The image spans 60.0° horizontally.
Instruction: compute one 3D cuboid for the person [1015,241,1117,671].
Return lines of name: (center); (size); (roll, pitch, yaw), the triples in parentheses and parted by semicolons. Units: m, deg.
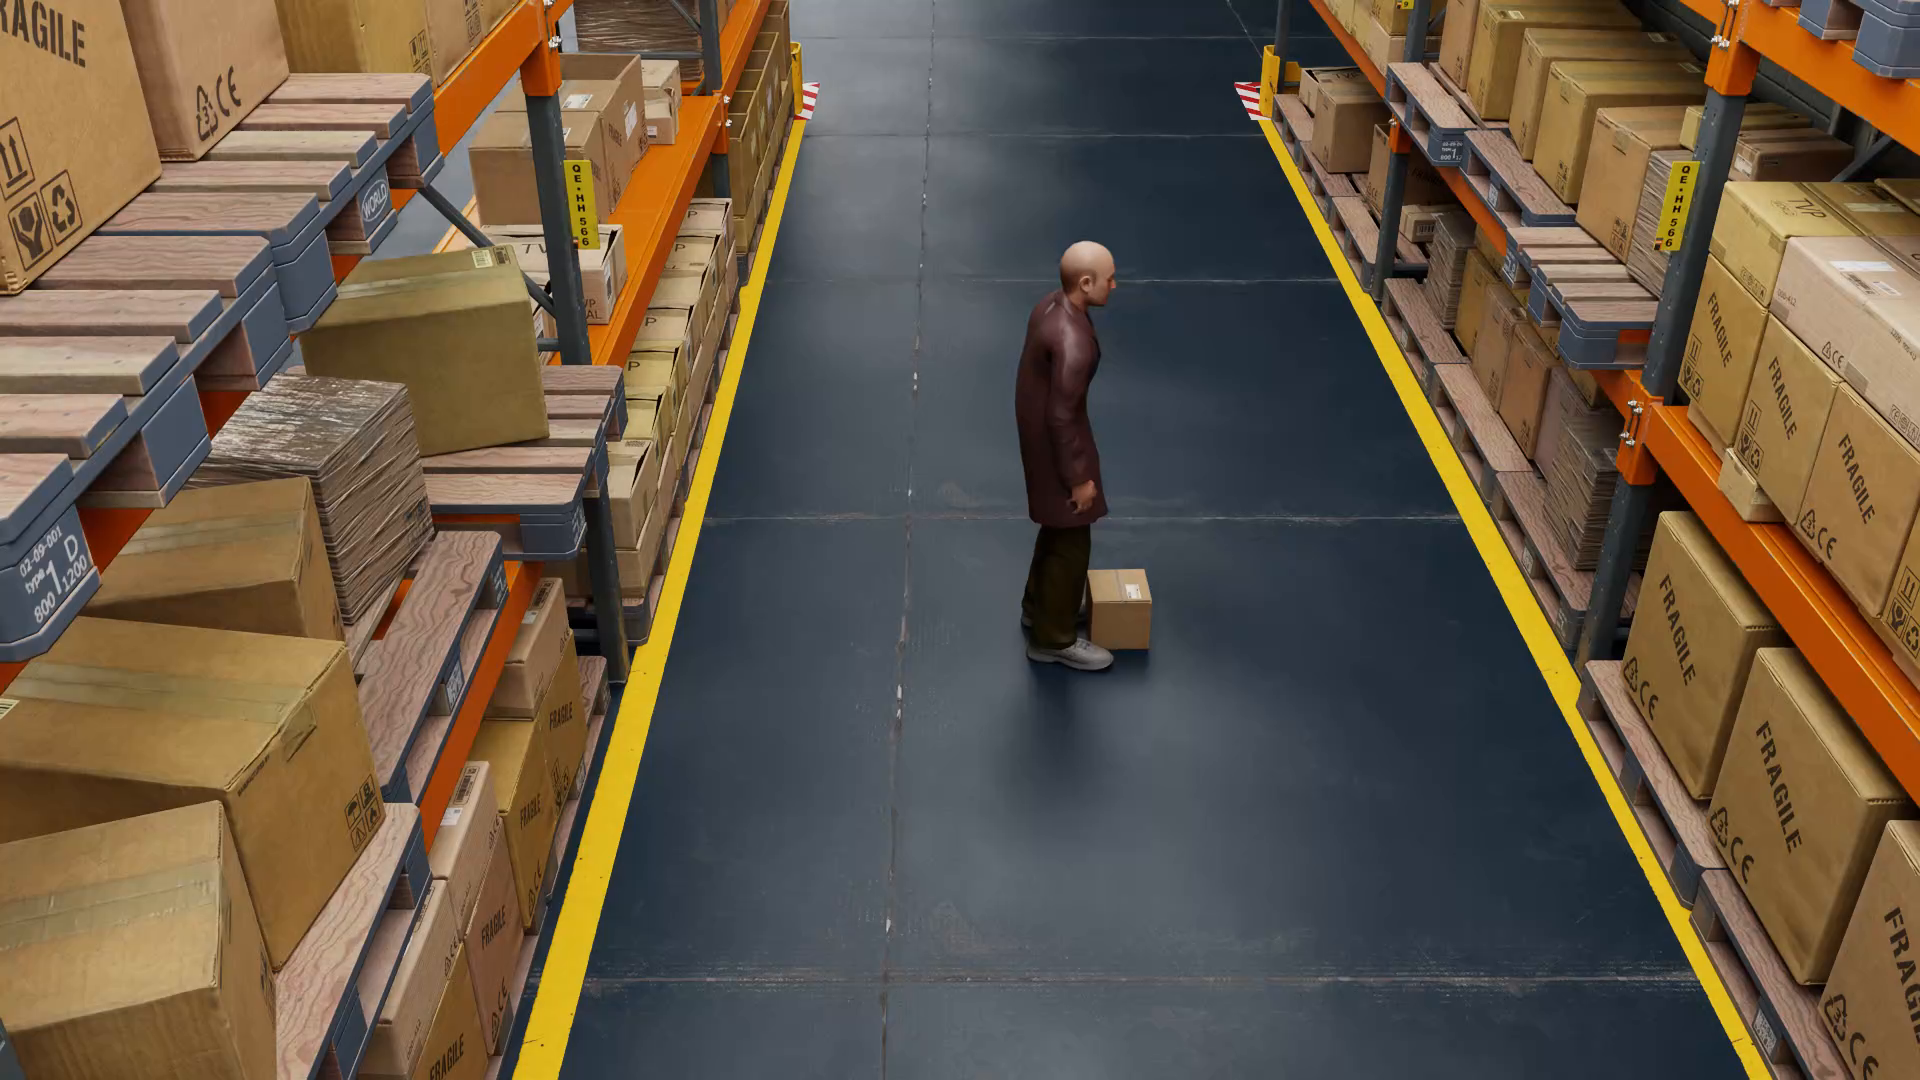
person: (0.430, -0.354, 6.735); (0.416, 1.774, 0.653); (-1, 31, -1)
